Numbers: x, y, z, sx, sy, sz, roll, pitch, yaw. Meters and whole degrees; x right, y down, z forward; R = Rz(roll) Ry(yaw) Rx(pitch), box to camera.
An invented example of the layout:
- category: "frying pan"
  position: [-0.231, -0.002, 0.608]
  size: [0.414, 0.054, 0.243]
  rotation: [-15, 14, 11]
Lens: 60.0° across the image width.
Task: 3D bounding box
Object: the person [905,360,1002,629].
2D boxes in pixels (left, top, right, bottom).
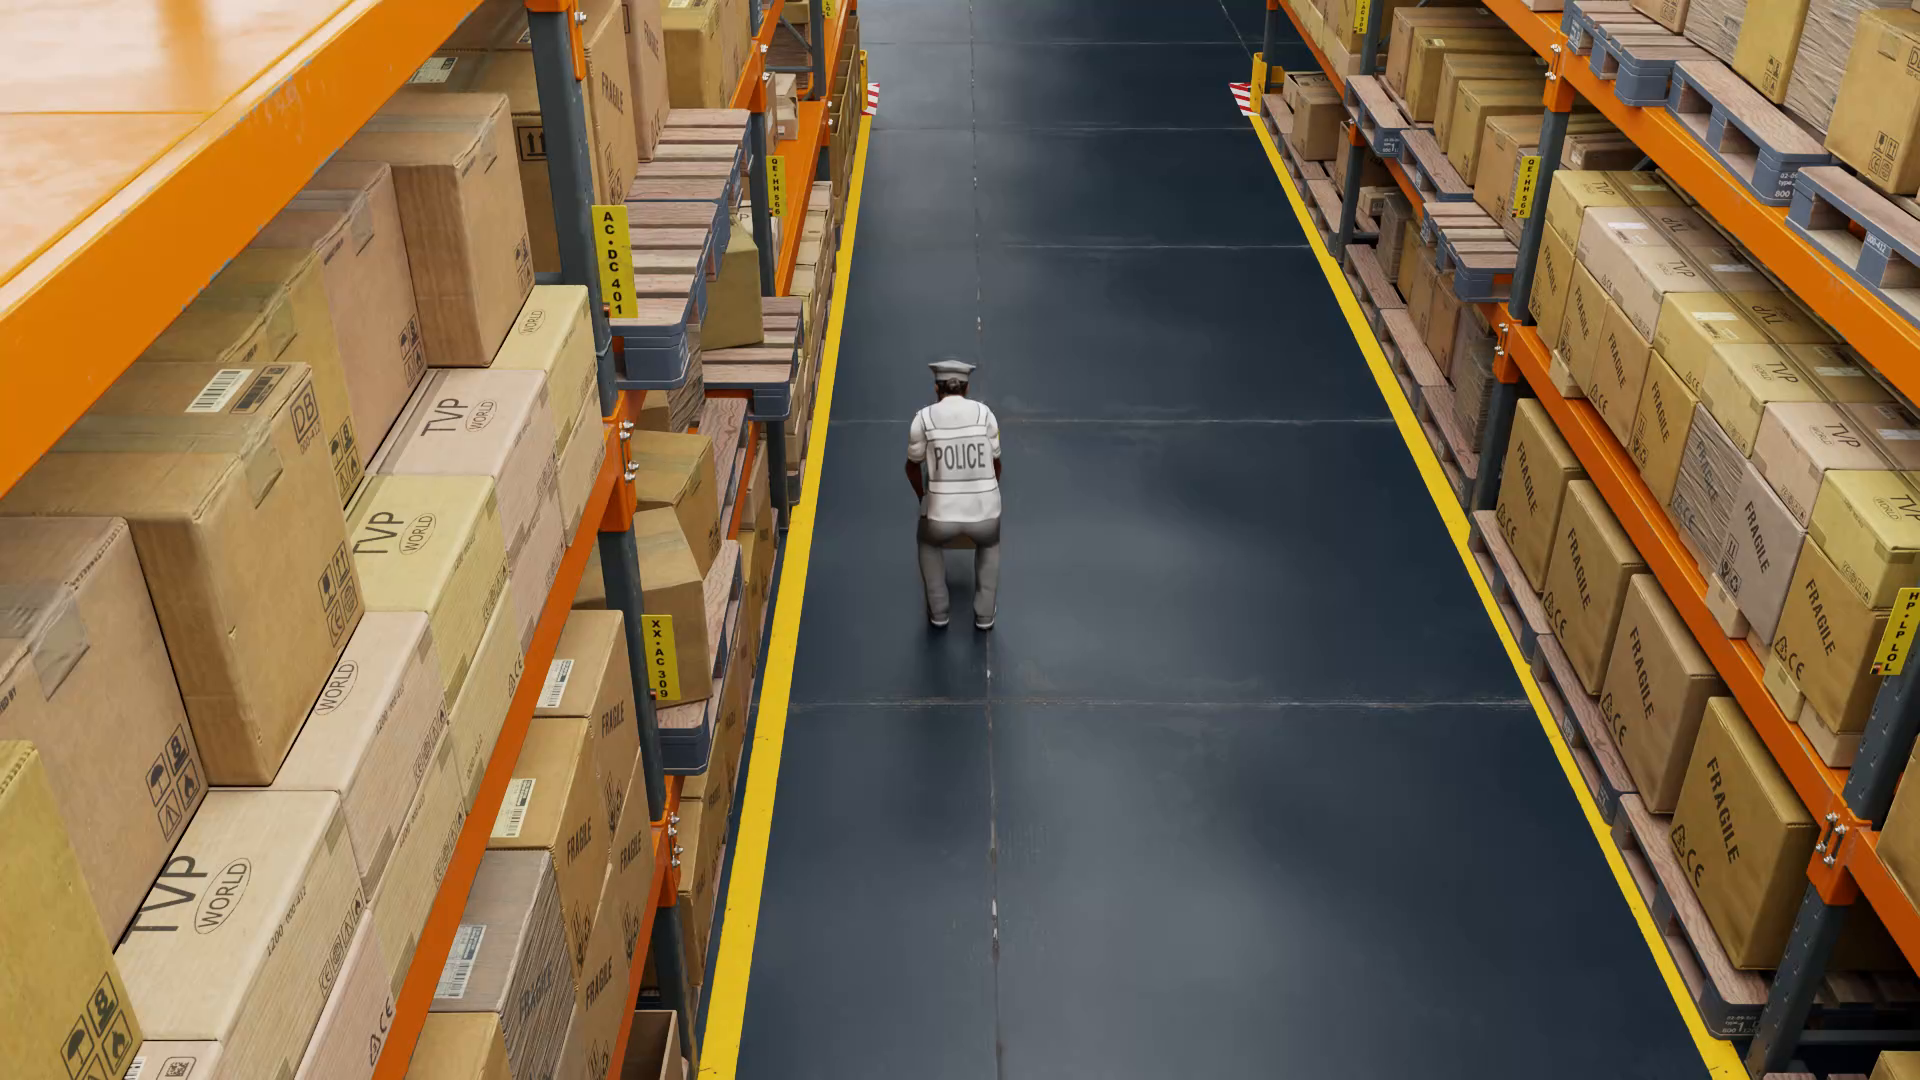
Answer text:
- category: "person"
  position: [-0.032, -0.209, 8.544]
  size: [0.496, 1.388, 0.707]
  rotation: [-1, 32, -1]
